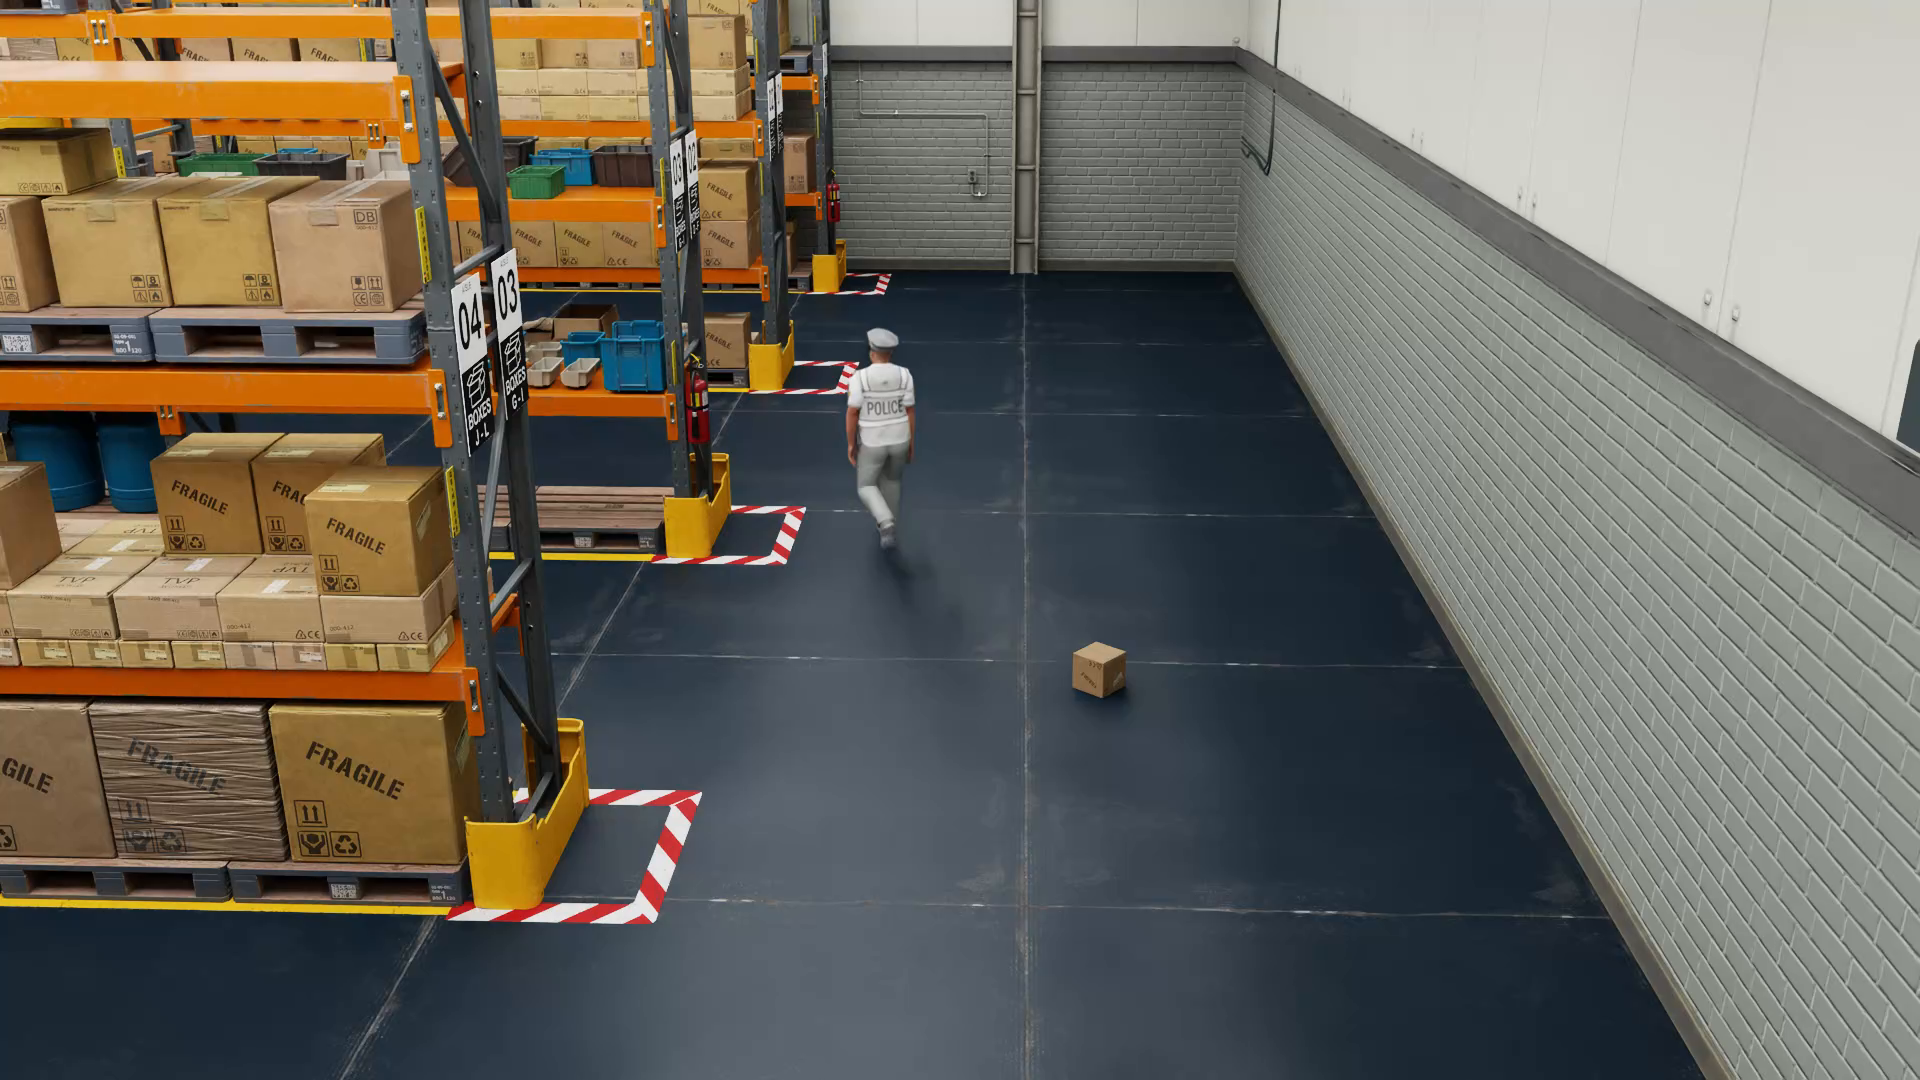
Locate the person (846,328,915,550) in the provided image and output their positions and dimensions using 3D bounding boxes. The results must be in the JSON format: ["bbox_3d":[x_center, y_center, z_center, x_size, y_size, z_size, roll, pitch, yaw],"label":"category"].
[{"bbox_3d":[-0.614,-0.780,13.064,0.555,1.744,0.791,-7,22,-18],"label":"person"}]
